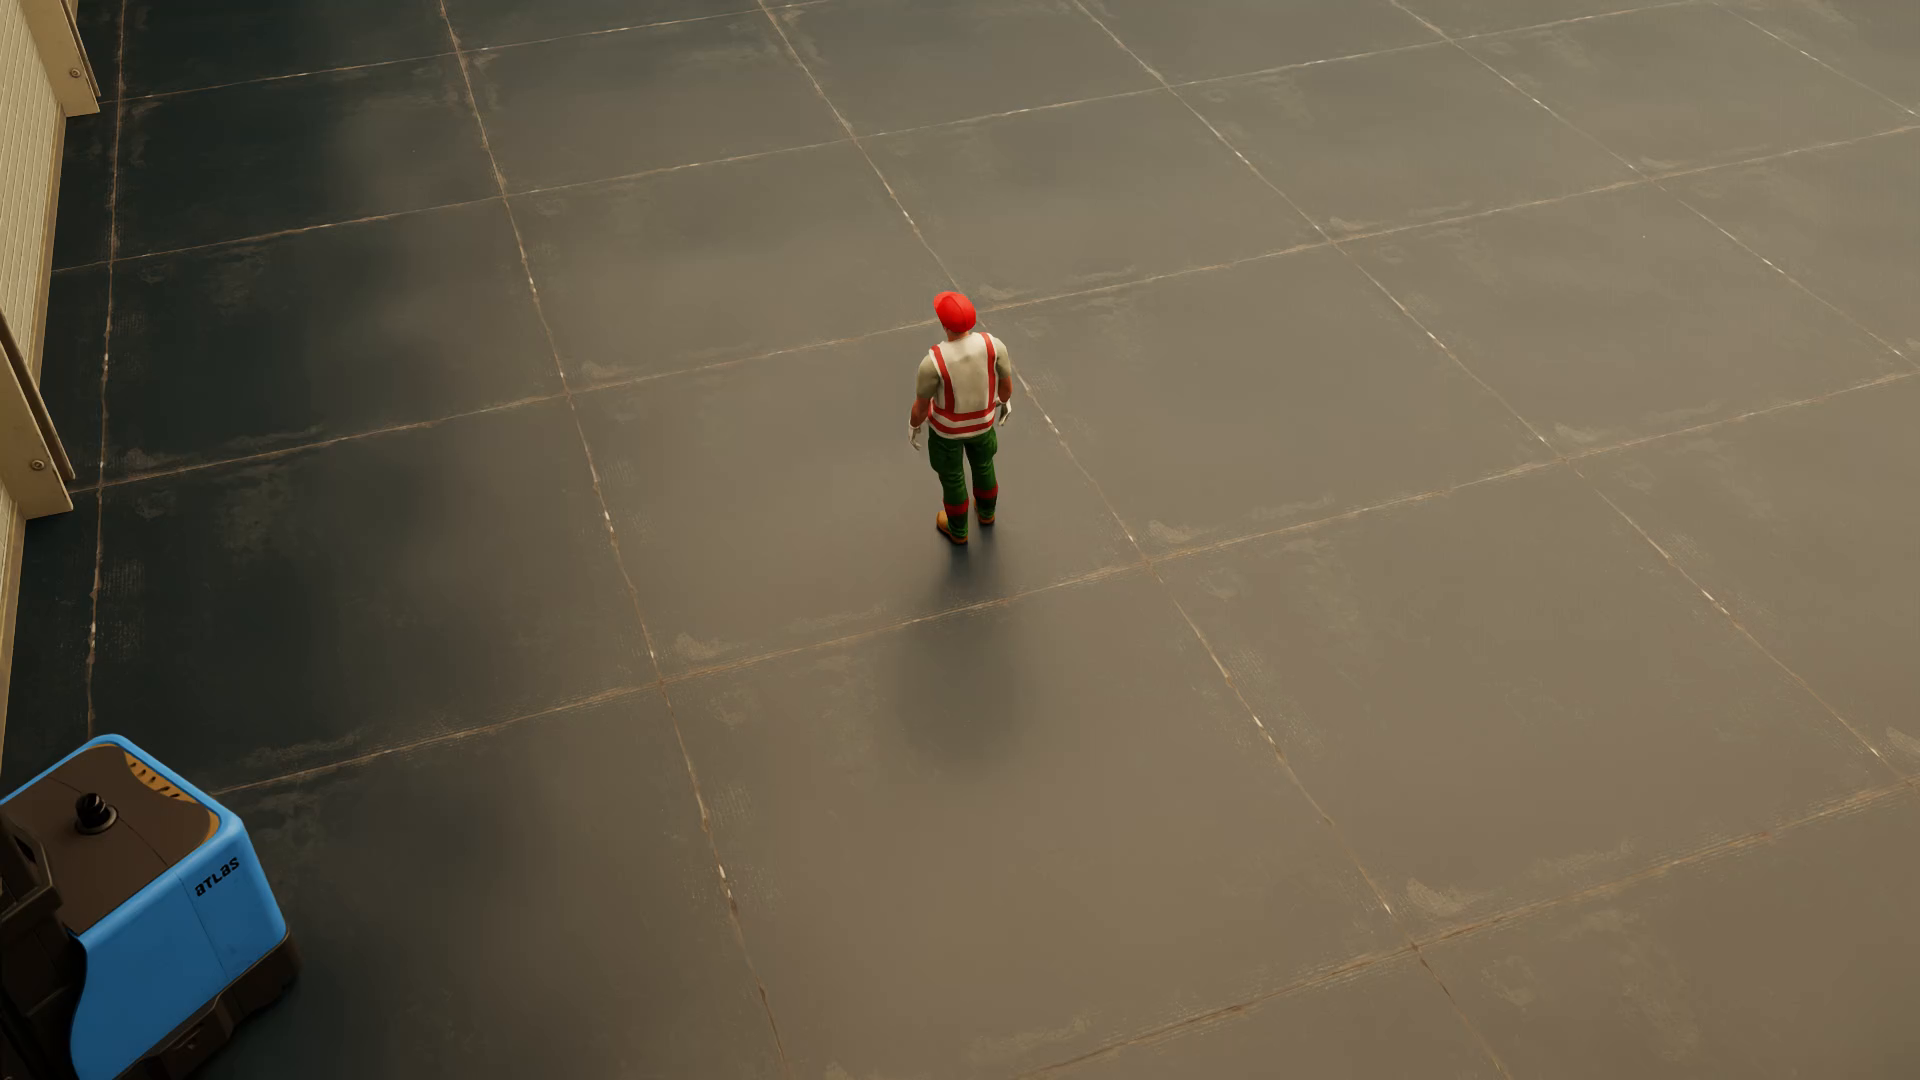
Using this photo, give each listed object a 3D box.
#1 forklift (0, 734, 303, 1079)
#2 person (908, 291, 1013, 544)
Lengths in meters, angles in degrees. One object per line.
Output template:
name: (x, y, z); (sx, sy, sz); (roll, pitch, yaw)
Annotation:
forklift: (-4.337, 1.513, 6.194); (1.130, 2.935, 3.031); (24, 46, 26)
person: (-0.016, -0.742, 9.756); (0.637, 1.787, 0.564); (-13, 42, -15)
